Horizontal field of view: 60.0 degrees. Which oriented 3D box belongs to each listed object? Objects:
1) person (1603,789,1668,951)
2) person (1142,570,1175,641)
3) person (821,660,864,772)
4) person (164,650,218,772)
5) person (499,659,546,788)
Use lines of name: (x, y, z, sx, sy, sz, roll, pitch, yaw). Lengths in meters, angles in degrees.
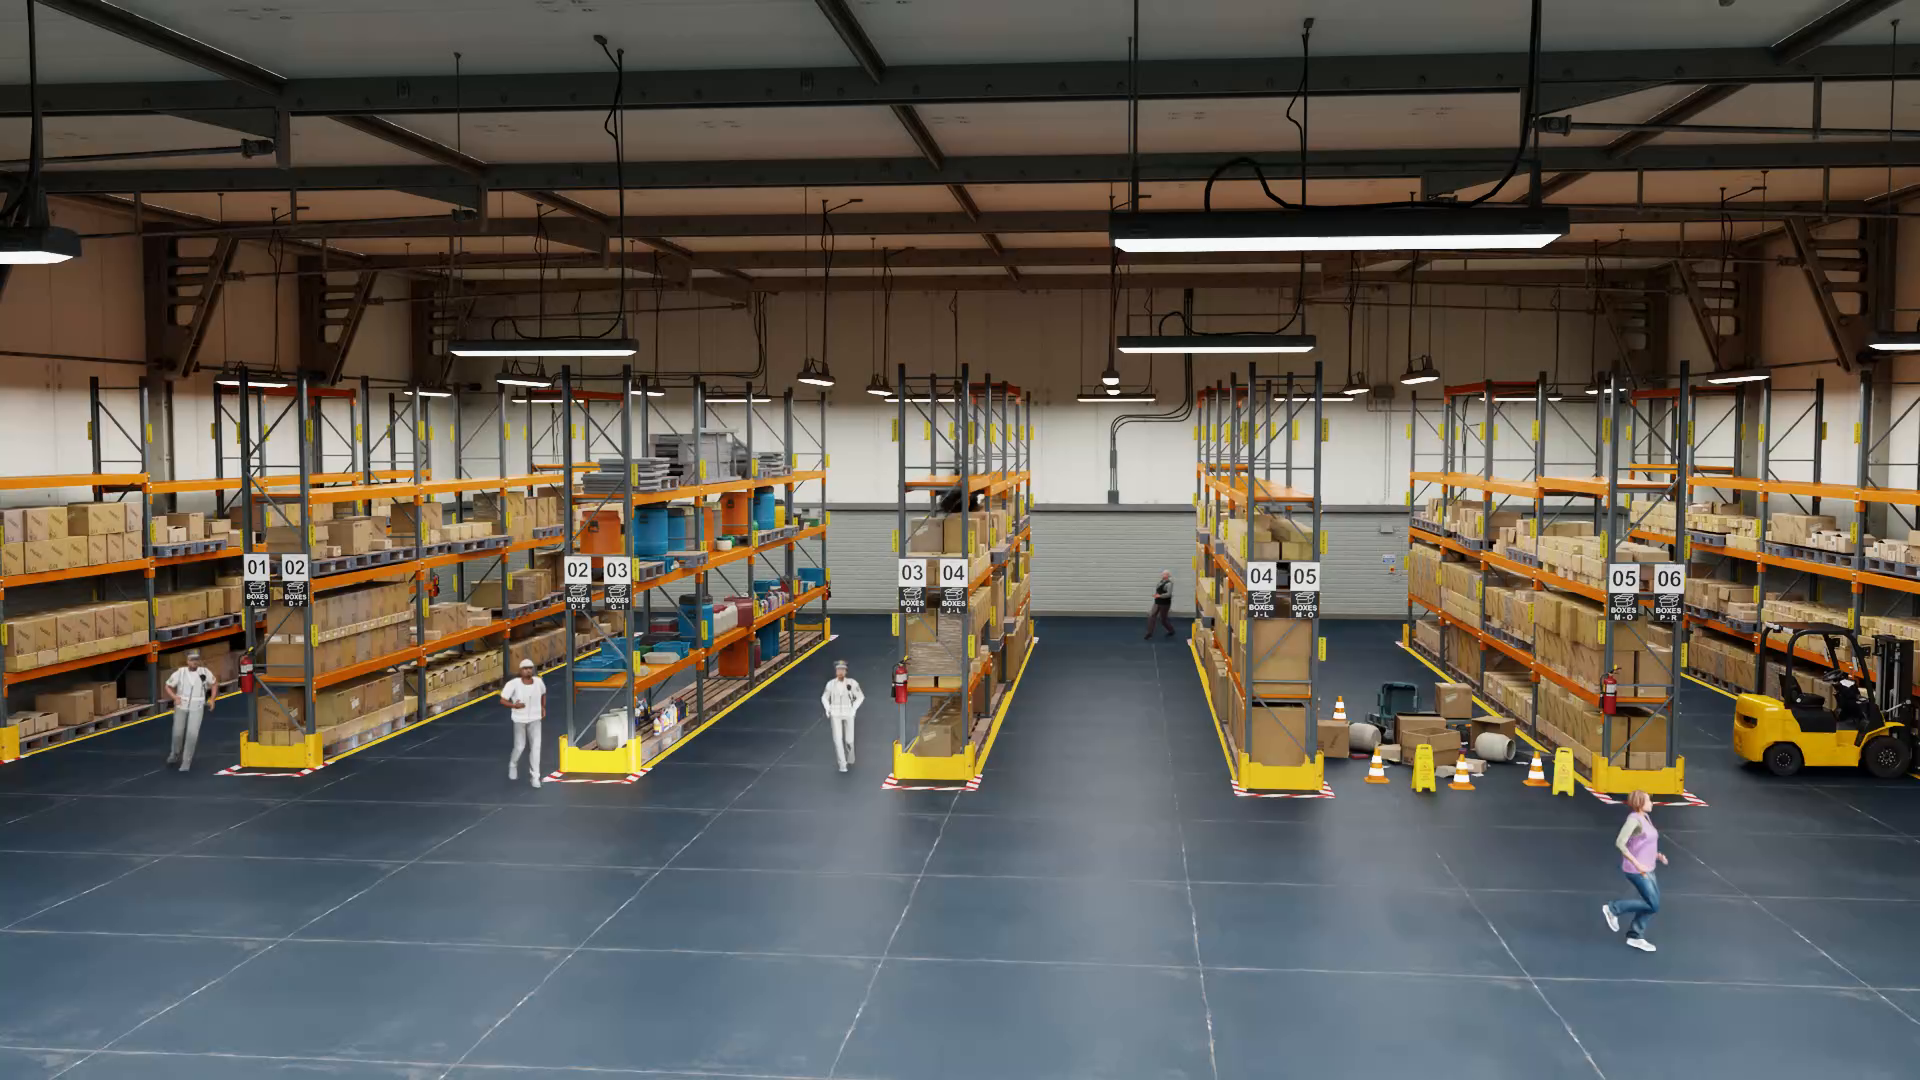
person: (6.581, 3.204, 16.165, 0.522, 1.547, 0.537, 3, 5, 39)
person: (4.866, 1.569, 40.051, 0.891, 1.710, 0.665, -2, 4, -26)
person: (-1.744, 2.597, 24.611, 0.632, 1.655, 0.509, 0, 4, 2)
person: (-11.534, 2.544, 24.928, 0.737, 1.815, 0.767, -1, 4, -21)
person: (-6.191, 2.588, 23.702, 0.709, 1.786, 0.881, -2, 4, -29)
